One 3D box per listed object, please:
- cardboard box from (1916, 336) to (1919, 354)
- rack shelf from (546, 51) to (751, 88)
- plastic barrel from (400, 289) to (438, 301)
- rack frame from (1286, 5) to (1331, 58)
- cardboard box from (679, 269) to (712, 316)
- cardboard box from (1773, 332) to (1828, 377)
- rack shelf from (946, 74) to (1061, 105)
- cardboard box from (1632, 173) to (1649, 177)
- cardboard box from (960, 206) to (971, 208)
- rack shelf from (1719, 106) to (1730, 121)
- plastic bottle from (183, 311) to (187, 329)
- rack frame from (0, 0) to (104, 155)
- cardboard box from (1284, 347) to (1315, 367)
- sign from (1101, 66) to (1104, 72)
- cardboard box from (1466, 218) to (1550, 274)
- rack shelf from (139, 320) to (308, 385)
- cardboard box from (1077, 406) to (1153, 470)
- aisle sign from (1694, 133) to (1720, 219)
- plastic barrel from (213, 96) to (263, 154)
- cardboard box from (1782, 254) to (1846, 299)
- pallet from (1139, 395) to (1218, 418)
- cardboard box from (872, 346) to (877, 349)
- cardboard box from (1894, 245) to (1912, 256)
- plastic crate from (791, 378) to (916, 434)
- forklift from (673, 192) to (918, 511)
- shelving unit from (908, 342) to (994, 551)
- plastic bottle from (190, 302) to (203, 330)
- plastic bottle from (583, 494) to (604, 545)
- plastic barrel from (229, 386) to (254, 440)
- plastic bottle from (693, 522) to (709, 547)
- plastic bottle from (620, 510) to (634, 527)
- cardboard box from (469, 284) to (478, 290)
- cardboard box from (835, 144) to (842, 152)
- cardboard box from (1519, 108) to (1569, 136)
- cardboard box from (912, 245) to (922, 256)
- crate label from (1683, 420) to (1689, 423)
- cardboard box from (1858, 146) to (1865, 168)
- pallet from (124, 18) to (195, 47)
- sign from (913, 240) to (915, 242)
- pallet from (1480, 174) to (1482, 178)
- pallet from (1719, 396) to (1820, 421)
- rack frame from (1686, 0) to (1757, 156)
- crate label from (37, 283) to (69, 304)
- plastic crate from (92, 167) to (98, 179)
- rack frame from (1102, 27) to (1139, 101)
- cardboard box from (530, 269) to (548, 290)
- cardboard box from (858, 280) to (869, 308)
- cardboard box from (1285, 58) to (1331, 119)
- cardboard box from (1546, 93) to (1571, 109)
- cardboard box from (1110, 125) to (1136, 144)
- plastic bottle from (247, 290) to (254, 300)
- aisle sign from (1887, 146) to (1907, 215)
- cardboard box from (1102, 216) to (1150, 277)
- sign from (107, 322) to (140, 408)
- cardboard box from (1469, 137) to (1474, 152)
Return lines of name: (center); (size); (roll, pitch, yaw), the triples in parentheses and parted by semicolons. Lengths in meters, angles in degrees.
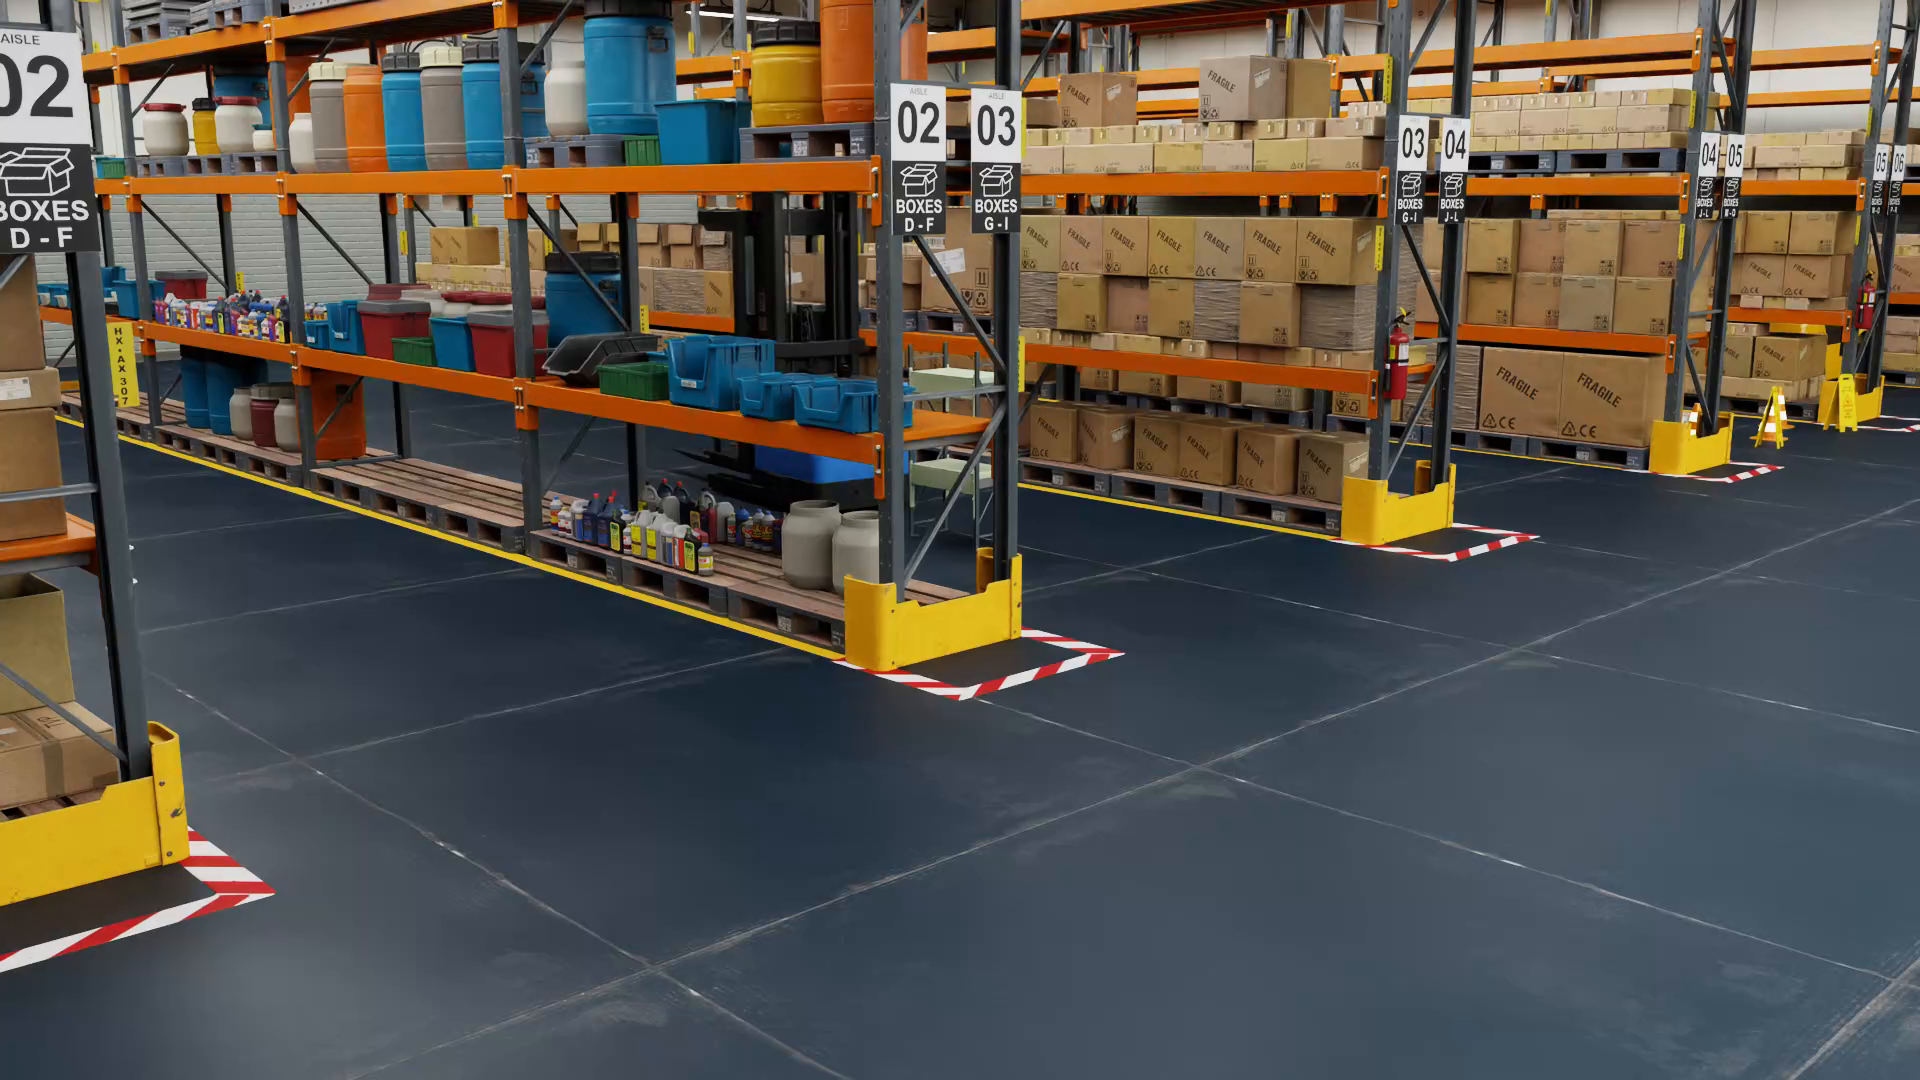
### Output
cardboard box: (13.718, -2.722, 23.224); (0.500, 0.250, 0.500); (-11, 16, -43)
rack shelf: (-3.380, -5.367, 19.435); (1.077, 0.370, 4.000); (-11, 16, -43)
plastic barrel: (-4.717, -1.929, 14.565); (0.421, 0.512, 0.421); (0, 12, 0)
rack frame: (5.168, -7.004, 24.608); (1.000, 3.000, 0.127); (-11, 16, -43)
cardboard box: (-2.859, -2.845, 19.039); (0.500, 0.500, 0.500); (-11, 16, -43)
cardboard box: (10.319, -2.284, 20.480); (0.500, 0.500, 0.500); (11, 16, 43)
rack shelf: (0.277, -6.043, 22.718); (1.077, 0.370, 4.000); (-11, 16, -43)
cardboard box: (8.681, -4.599, 20.990); (0.250, 0.149, 0.380); (11, 16, 43)
cardboard box: (0.212, -5.881, 29.692); (0.250, 0.149, 0.380); (11, 16, 43)
rack shelf: (10.137, -6.856, 26.664); (1.077, 0.370, 4.000); (-11, 16, -43)
plastic bottle: (-7.852, -2.258, 16.930); (0.097, 0.201, 0.097); (0, 12, 0)
rack frame: (-11.106, -6.101, 20.222); (1.000, 3.000, 0.127); (-11, 16, -43)
cardboard box: (2.797, -1.473, 13.251); (0.380, 0.149, 0.250); (-11, 16, -43)
sign: (2.838, -9.285, 33.166); (0.100, 0.325, 0.005); (-11, 16, -43)
cardboard box: (5.759, -3.083, 17.395); (0.875, 0.550, 0.500); (-11, 16, -43)
rack shelf: (-6.963, -1.934, 16.649); (1.077, 0.370, 4.000); (-11, 16, -43)
cardboard box: (1.411, -0.936, 15.176); (0.500, 0.500, 0.500); (-5, 13, -25)
aisle sign: (7.015, -3.415, 15.611); (0.394, 0.787, 0.004); (-11, 16, -43)
plastic barrel: (-6.915, -3.974, 15.955); (0.433, 0.535, 0.433); (0, 12, 0)
cardboard box: (10.119, -3.134, 19.704); (0.500, 0.500, 0.500); (-11, 16, -44)
pallet: (2.986, -1.692, 20.601); (1.003, 0.211, 1.213); (-11, 16, -43)
cardboard box: (-1.123, -2.998, 25.315); (0.380, 0.149, 0.250); (-10, 15, -40)
cardboard box: (13.342, -4.086, 23.456); (0.380, 0.149, 0.250); (-11, 16, -43)
plastic crate: (-0.619, -0.786, 9.660); (0.499, 0.251, 0.616); (-11, 16, -43)
forklift: (-1.626, -1.892, 14.832); (1.130, 2.935, 3.031); (-8, 14, -35)
shelving unit: (0.005, -0.734, 12.755); (0.431, 1.500, 0.755); (-11, 16, -43)
plastic bottle: (-7.660, -2.262, 16.765); (0.152, 0.276, 0.135); (-11, 16, -43)
plastic bottle: (-2.562, -0.153, 11.697); (0.144, 0.351, 0.185); (-10, 16, -41)
plastic barrel: (-7.166, -1.286, 16.843); (0.421, 0.512, 0.421); (0, 12, 0)
plastic bottle: (-1.720, 0.025, 10.997); (0.061, 0.283, 0.133); (-11, 16, -43)
plastic bottle: (-2.303, -0.071, 11.492); (0.097, 0.271, 0.097); (0, 12, 0)
cardboard box: (-6.454, -3.407, 22.639); (0.250, 0.149, 0.380); (11, 16, 44)
cardboard box: (-1.161, -4.197, 16.927); (0.500, 0.500, 0.500); (11, 16, 44)
cardboard box: (5.952, -4.169, 16.625); (0.500, 0.250, 0.500); (-11, 16, -43)
cardboard box: (-0.445, -4.046, 23.224); (0.380, 0.149, 0.250); (-11, 16, -43)
crate label: (8.307, -1.281, 18.790); (0.298, 0.136, 0.250); (3, 12, 16)
cardboard box: (10.538, -4.550, 19.765); (0.500, 0.250, 0.500); (-11, 16, -44)
pallet: (-7.750, -5.112, 16.882); (1.003, 0.211, 1.213); (-11, 16, -43)
sign: (-0.705, -4.590, 24.888); (0.100, 0.325, 0.005); (-11, 16, -43)
pallet: (6.863, -5.115, 23.338); (1.213, 0.211, 1.003); (-11, 16, -43)
pallet: (10.105, -1.667, 20.481); (1.003, 0.211, 1.213); (-11, 16, -43)
rack frame: (7.183, -5.132, 15.521); (1.000, 3.000, 0.127); (-11, 16, -43)
crate label: (-11.174, -3.028, 20.440); (0.416, 0.233, 0.303); (-11, 16, -43)
plastic crate: (-9.497, -4.051, 18.361); (0.293, 0.136, 0.466); (-11, 16, -43)
rack frame: (3.231, -8.864, 33.635); (1.000, 3.000, 0.127); (-11, 16, -43)
cardboard box: (-5.256, -3.369, 21.464); (0.500, 0.250, 0.500); (-11, 16, -44)
cardboard box: (-1.008, -2.541, 17.140); (0.500, 0.250, 0.500); (11, 16, 44)
cardboard box: (2.696, -3.680, 13.684); (0.500, 0.500, 0.500); (-11, 16, -43)
cardboard box: (6.005, -4.335, 16.445); (0.380, 0.149, 0.250); (-11, 16, -42)
cardboard box: (1.491, -3.449, 14.169); (0.380, 0.149, 0.250); (-11, 16, -44)
plastic bottle: (-7.472, -2.466, 17.569); (0.144, 0.351, 0.185); (-11, 16, -43)
aisle sign: (10.960, -4.206, 19.450); (0.394, 0.787, 0.004); (-11, 16, -43)
cardboard box: (1.581, -2.539, 14.337); (0.500, 0.500, 0.500); (-11, 16, -43)
sign: (-3.236, -0.677, 6.421); (0.100, 0.325, 0.005); (-11, 16, -43)
cardboard box: (5.307, -4.092, 17.241); (0.380, 0.149, 0.250); (-11, 16, -43)
